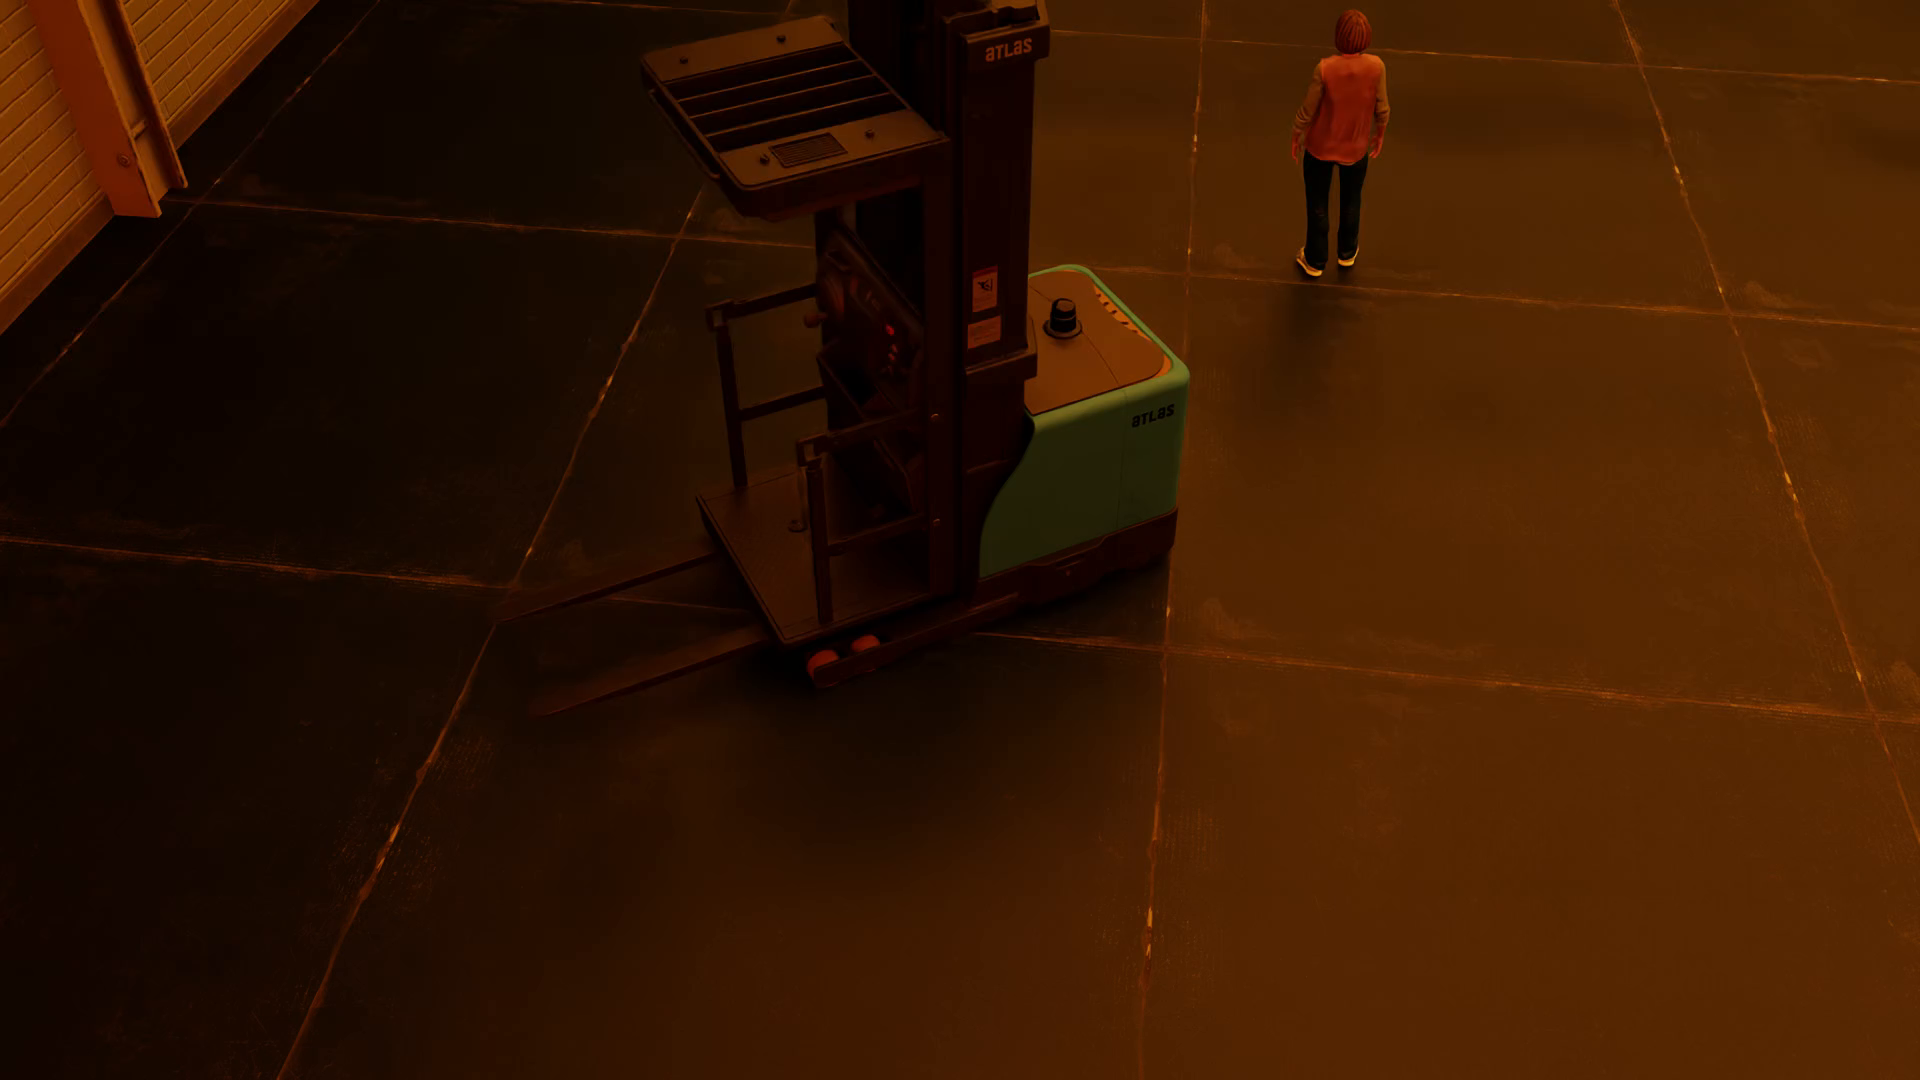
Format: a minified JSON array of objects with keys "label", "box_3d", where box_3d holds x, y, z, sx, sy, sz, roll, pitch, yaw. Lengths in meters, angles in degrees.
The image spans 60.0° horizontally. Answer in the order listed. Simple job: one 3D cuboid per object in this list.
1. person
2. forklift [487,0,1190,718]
[{"label":"person","box_3d":[2.053,-2.171,9.066,0.525,1.602,0.470,1,43,1]},{"label":"forklift","box_3d":[-0.550,-0.853,6.653,3.031,2.935,1.130,-19,46,-19]}]
